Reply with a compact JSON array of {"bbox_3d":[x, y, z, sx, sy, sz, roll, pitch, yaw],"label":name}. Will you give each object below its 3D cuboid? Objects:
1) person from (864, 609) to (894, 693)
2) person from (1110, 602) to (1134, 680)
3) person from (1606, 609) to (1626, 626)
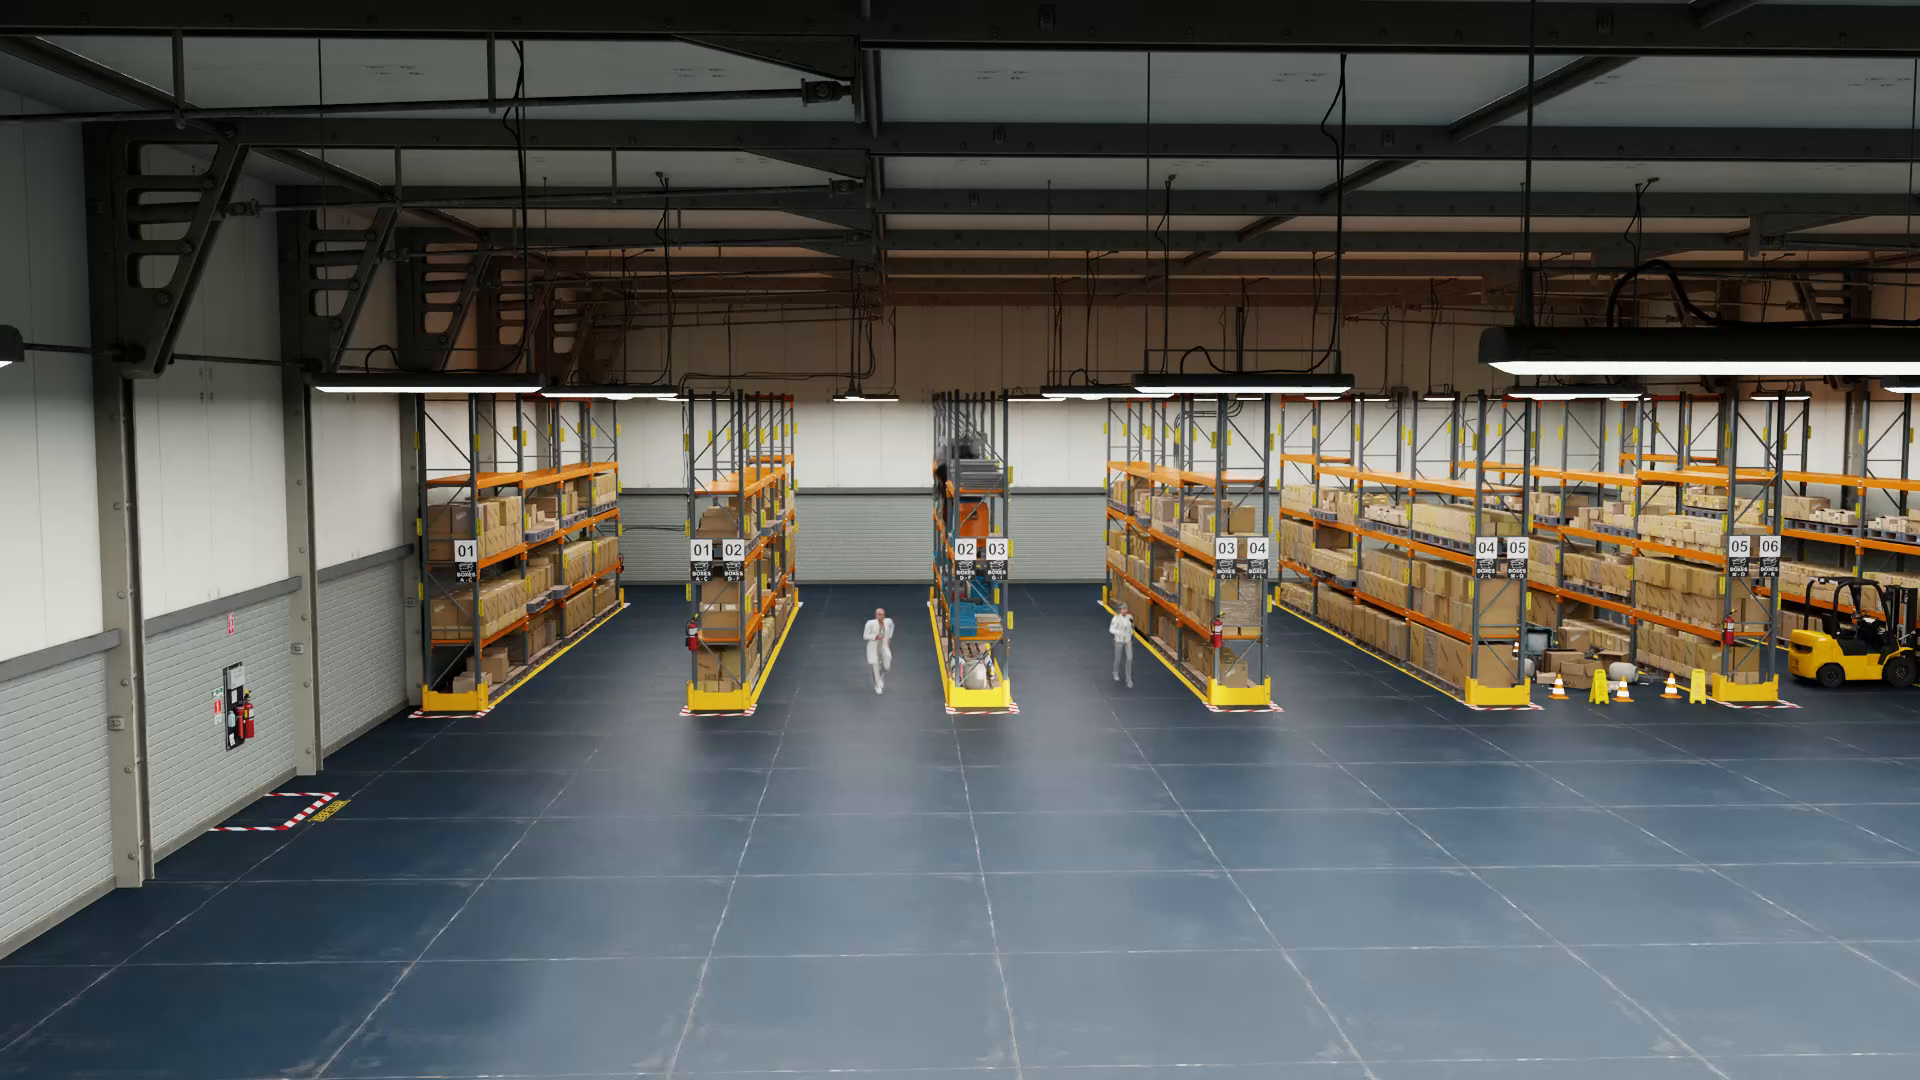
[{"bbox_3d":[-1.579,2.193,32.839,0.687,1.716,0.828,-1,5,-17],"label":"person"},{"bbox_3d":[3.317,2.040,33.980,0.559,1.591,0.821,-1,5,-7],"label":"person"},{"bbox_3d":[16.770,1.478,42.480,0.539,1.596,0.951,0,5,-4],"label":"person"}]
